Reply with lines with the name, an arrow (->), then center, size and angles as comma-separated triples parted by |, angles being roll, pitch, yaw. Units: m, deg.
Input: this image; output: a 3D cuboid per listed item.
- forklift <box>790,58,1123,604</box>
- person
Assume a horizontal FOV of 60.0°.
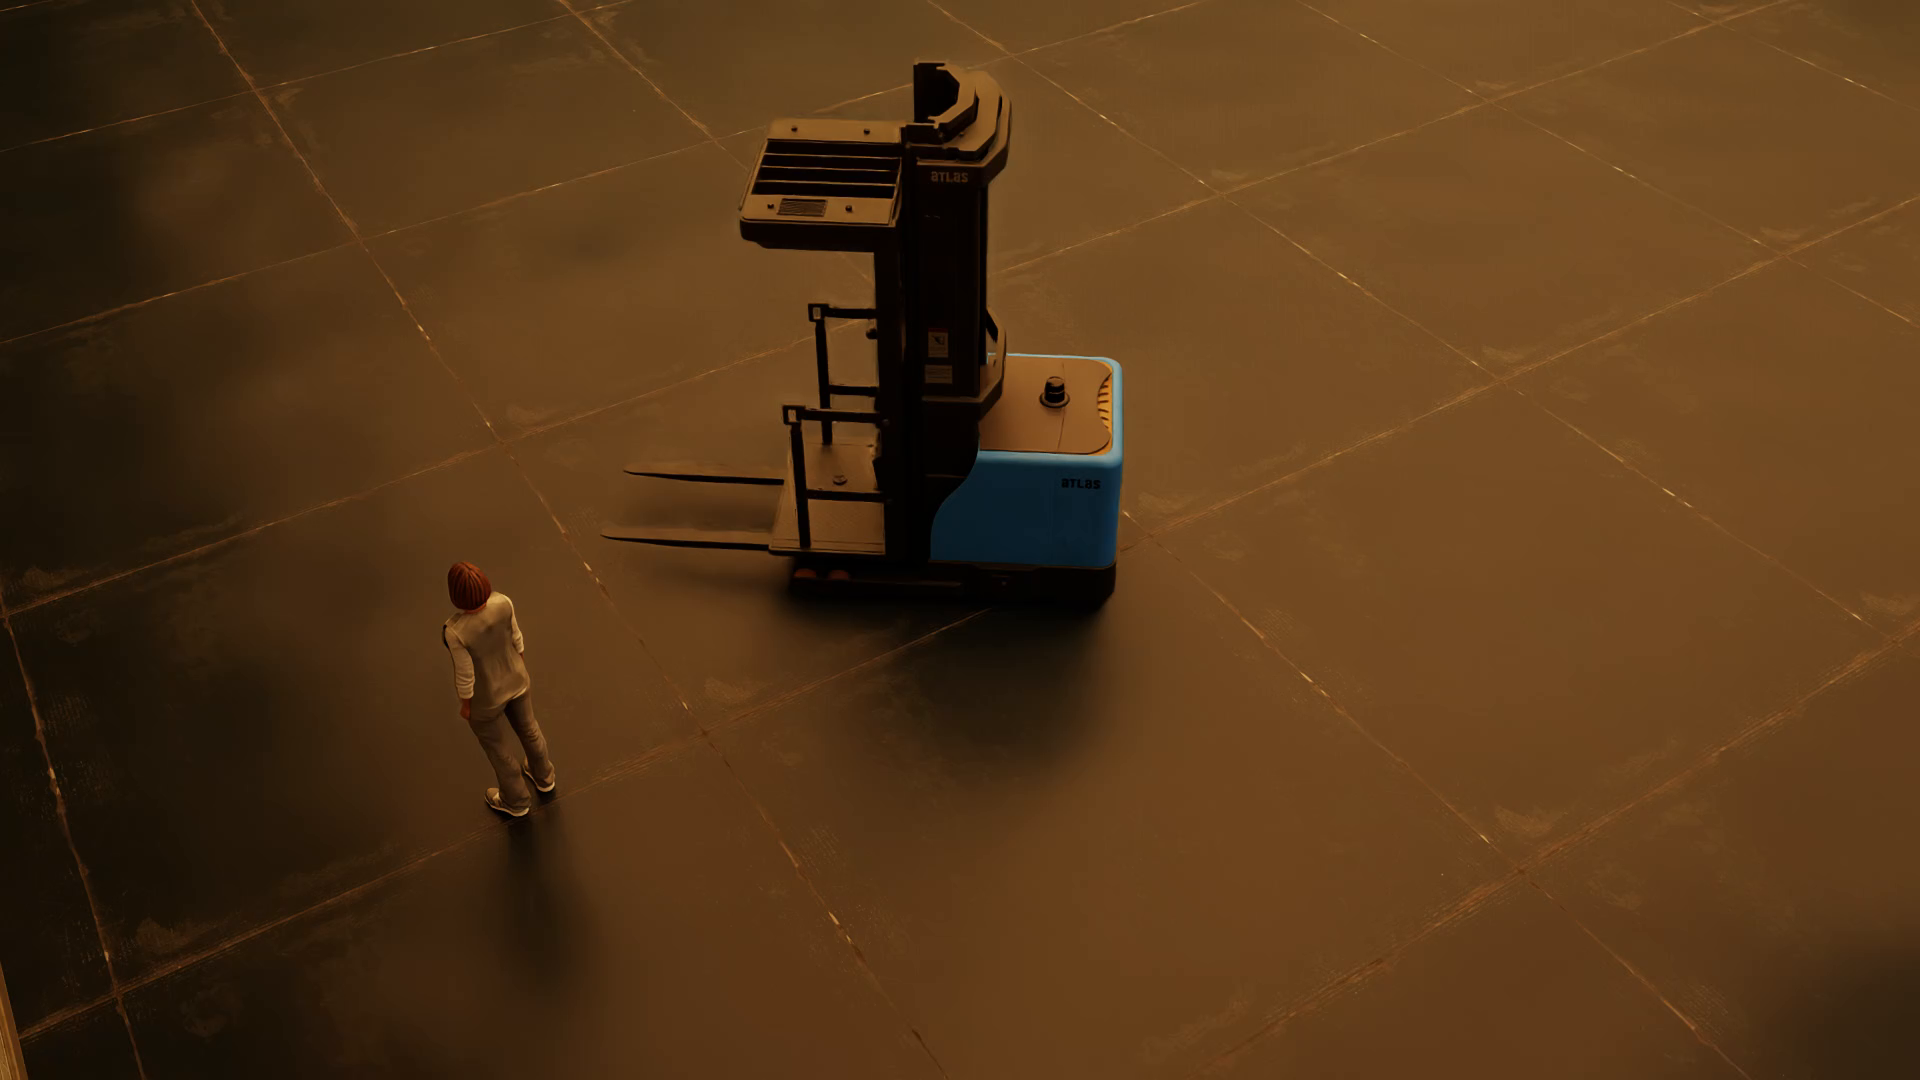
forklift -> -0.586, -1.112, 9.144 | 3.031, 2.935, 1.130 | 3, 41, 3
person -> -2.263, 0.812, 8.145 | 0.312, 1.351, 0.405 | 28, 48, 28
